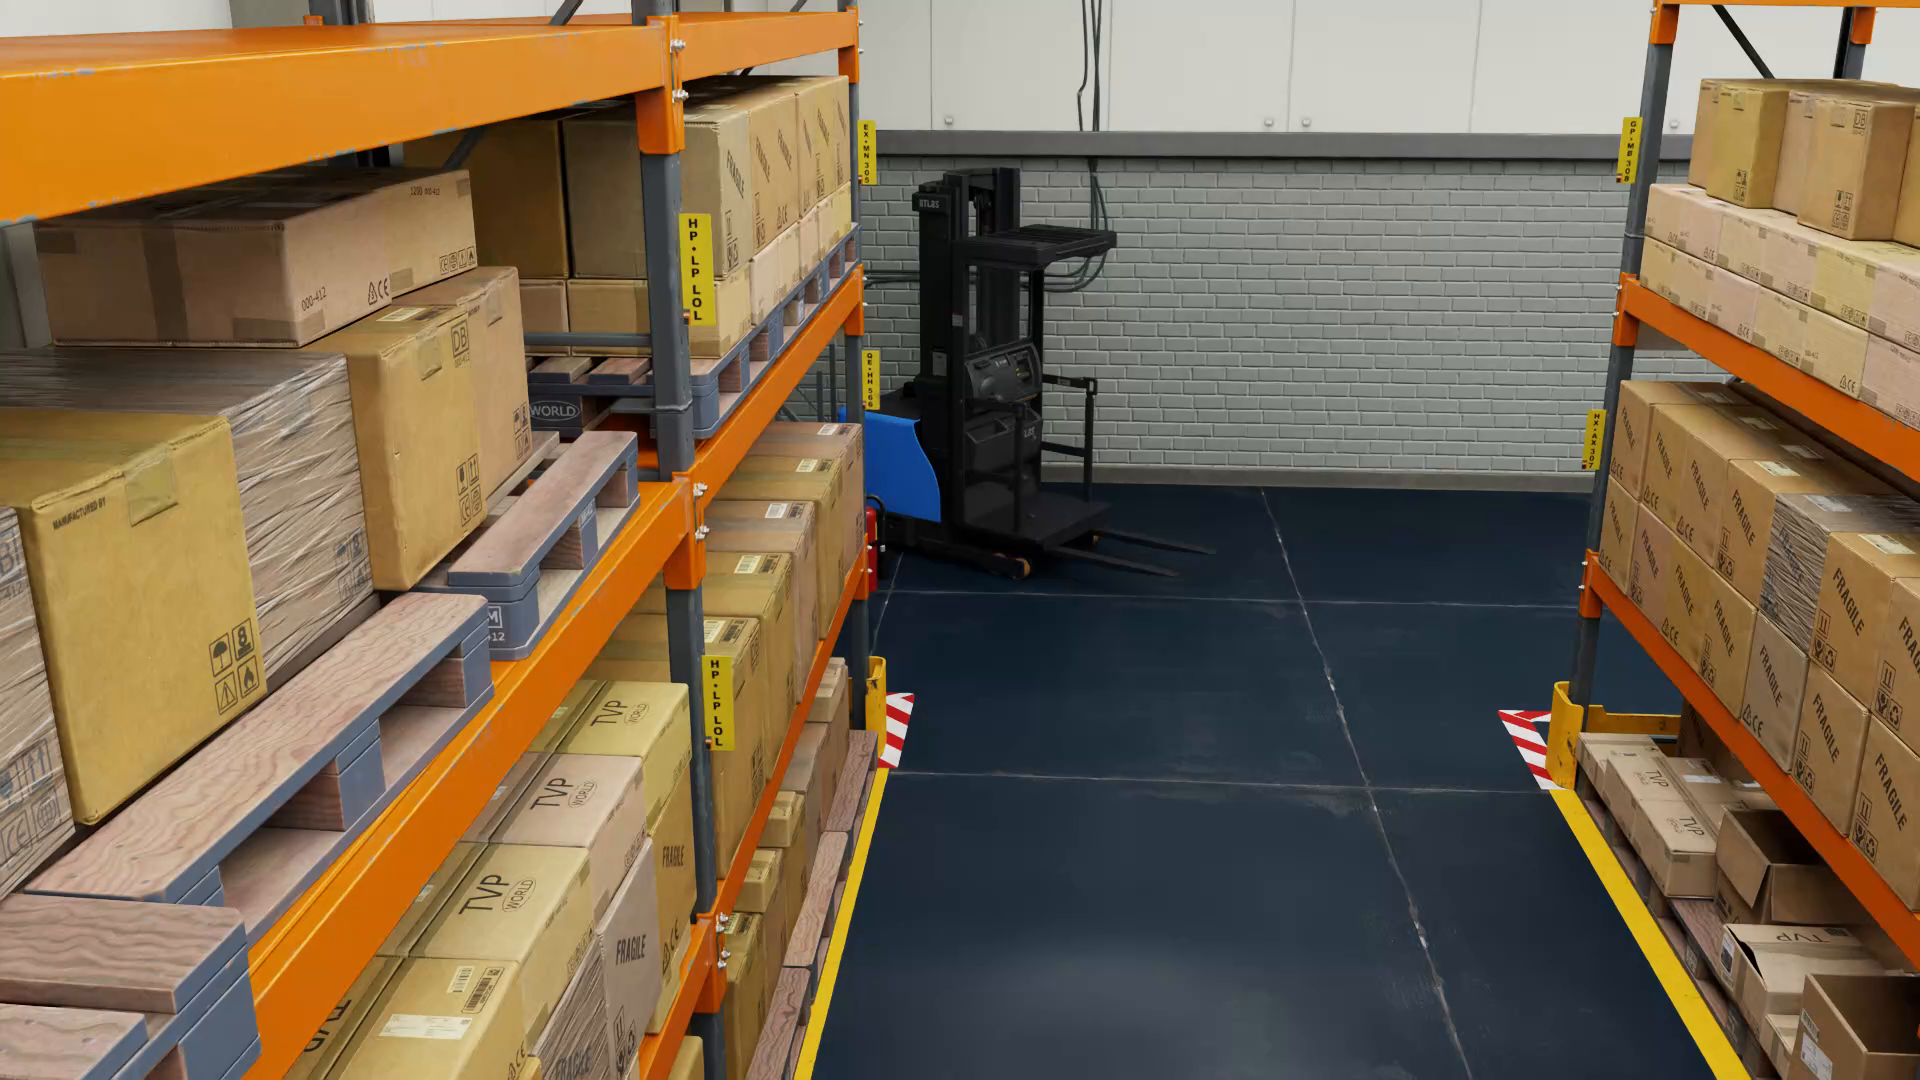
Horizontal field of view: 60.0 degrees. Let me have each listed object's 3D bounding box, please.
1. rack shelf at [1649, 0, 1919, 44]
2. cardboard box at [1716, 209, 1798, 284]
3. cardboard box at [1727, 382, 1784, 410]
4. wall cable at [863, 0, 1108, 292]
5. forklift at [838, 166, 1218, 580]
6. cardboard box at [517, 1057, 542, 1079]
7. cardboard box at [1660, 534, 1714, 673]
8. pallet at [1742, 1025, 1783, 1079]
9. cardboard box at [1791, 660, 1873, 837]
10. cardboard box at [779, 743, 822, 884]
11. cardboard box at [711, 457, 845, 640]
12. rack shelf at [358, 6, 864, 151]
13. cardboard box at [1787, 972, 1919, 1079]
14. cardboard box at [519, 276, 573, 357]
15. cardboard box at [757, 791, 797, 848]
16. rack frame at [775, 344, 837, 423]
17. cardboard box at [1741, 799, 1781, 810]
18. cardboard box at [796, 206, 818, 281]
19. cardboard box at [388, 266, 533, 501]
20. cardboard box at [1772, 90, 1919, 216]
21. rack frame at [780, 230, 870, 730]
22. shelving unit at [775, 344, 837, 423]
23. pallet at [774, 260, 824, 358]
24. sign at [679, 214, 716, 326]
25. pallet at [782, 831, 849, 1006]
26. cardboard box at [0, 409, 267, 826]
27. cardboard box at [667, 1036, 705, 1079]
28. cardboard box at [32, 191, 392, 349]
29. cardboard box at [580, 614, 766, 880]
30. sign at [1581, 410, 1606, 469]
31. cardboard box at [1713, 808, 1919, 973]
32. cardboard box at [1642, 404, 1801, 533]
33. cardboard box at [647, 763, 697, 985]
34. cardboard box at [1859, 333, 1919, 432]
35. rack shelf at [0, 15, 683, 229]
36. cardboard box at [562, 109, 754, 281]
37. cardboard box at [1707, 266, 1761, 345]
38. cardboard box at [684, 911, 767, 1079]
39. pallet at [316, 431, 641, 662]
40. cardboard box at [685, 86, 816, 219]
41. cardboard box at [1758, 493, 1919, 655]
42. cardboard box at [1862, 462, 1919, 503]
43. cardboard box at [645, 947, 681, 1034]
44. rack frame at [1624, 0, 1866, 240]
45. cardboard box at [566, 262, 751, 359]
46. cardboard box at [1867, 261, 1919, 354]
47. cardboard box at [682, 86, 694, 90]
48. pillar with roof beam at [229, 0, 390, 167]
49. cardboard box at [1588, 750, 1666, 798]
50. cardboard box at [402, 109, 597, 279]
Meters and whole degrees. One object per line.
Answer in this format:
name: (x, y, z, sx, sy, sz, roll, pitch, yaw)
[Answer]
rack shelf: (3.771, -1.996, 6.223, 1.077, 0.370, 4.000, 1, 18, 4)
cardboard box: (3.546, -1.237, 7.002, 0.500, 0.250, 0.500, 1, 18, 4)
cardboard box: (4.157, -0.488, 8.329, 0.500, 0.500, 0.500, 1, 18, 3)
wall cable: (-0.264, -3.343, 14.160, 3.097, 2.526, 0.112, 1, 18, 4)
forklift: (0.506, -1.280, 12.622, 3.031, 2.935, 1.130, 13, 22, 34)
cardboard box: (-1.197, 1.444, 3.530, 0.500, 0.500, 0.500, 2, 18, 5)
cardboard box: (3.549, 0.291, 7.557, 0.500, 0.500, 0.500, 1, 18, 4)
pallet: (3.678, 2.245, 6.234, 1.003, 0.211, 1.213, 1, 18, 4)
cardboard box: (3.444, 0.764, 6.114, 0.500, 0.500, 0.500, 2, 18, 5)
cardboard box: (-1.048, 1.300, 7.977, 0.700, 0.500, 0.500, 1, 18, 2)
cardboard box: (-1.094, 0.023, 8.053, 0.980, 0.700, 0.700, 1, 18, 3)
rack shelf: (-1.170, -1.917, 6.619, 1.077, 0.370, 4.000, 1, 18, 4)
cardboard box: (3.386, 1.928, 6.029, 0.500, 0.500, 0.500, 1, 18, 4)
cardboard box: (-1.498, -0.796, 5.623, 0.500, 0.250, 0.500, 1, 18, 4)
cardboard box: (-0.913, 1.209, 7.215, 0.380, 0.149, 0.250, 1, 18, 2)
rack frame: (-1.262, -0.869, 13.667, 0.500, 1.500, 0.032, 0, 18, 1)
cardboard box: (4.024, 1.457, 7.870, 0.500, 0.250, 0.500, 1, 18, 4)
cardboard box: (-0.883, -1.264, 7.051, 0.500, 0.250, 0.500, 1, 18, 2)
cardboard box: (-1.486, -0.388, 4.105, 0.700, 0.500, 0.500, 0, 18, 1)
cardboard box: (3.845, -1.587, 6.865, 0.700, 0.500, 0.500, 1, 18, 4)
rack frame: (-1.026, -0.219, 9.275, 1.000, 3.000, 0.127, 1, 18, 4)
shelving unit: (-1.272, -0.711, 13.184, 0.538, 1.500, 1.048, 0, 18, 1)
pallet: (-1.154, -0.992, 6.958, 1.003, 0.211, 1.213, 1, 18, 4)
sign: (-0.771, -0.788, 4.859, 0.100, 0.325, 0.005, 1, 18, 4)
pallet: (-1.096, 1.734, 7.792, 1.003, 0.211, 1.213, 1, 18, 4)
cardboard box: (-1.584, 0.094, 2.634, 0.700, 0.500, 0.500, 2, 18, 7)
cardboard box: (-1.230, 2.050, 5.128, 0.750, 0.750, 0.750, 1, 18, 5)
cardboard box: (-1.532, -0.573, 3.466, 0.500, 0.250, 0.500, 1, 18, 2)
cardboard box: (-1.258, 0.713, 5.949, 0.980, 0.700, 0.700, 2, 18, 5)
sign: (3.374, -0.533, 8.843, 0.100, 0.325, 0.005, 1, 18, 4)
cardboard box: (3.758, 1.526, 7.251, 0.797, 0.503, 0.637, 1, 18, 4)
cardboard box: (3.590, -0.338, 7.871, 0.500, 0.500, 0.500, 1, 18, 4)
cardboard box: (-1.095, 0.974, 4.963, 0.500, 0.500, 0.500, 1, 18, 3)
cardboard box: (3.444, -0.534, 5.658, 0.500, 0.250, 0.500, 1, 18, 4)
rack shelf: (-1.456, -0.675, 2.828, 1.077, 0.370, 4.000, 1, 18, 4)
cardboard box: (-0.982, -1.150, 5.498, 0.500, 0.500, 0.500, 1, 18, 3)
cardboard box: (3.541, -1.000, 7.080, 0.500, 0.250, 0.500, 1, 18, 4)
cardboard box: (-1.157, 1.782, 6.509, 0.700, 0.500, 0.500, 2, 18, 5)
pallet: (-1.330, -0.025, 4.174, 0.805, 0.209, 1.217, 1, 18, 2)
cardboard box: (-0.882, -1.626, 6.952, 0.500, 0.500, 0.500, 0, 18, 1)
cardboard box: (3.476, 0.131, 6.438, 0.500, 0.500, 0.500, 1, 18, 4)
cardboard box: (4.052, -0.010, 6.871, 0.500, 0.500, 0.500, 2, 18, 6)
cardboard box: (-1.049, 1.323, 4.939, 0.380, 0.149, 0.250, 2, 18, 5)
rack frame: (3.915, -2.961, 8.006, 1.000, 3.000, 0.127, 1, 18, 4)
cardboard box: (-1.001, -0.787, 5.595, 0.500, 0.250, 0.500, 1, 18, 4)
cardboard box: (3.431, -0.771, 5.581, 0.500, 0.250, 0.500, 1, 18, 4)
cardboard box: (-1.400, -1.635, 6.979, 0.500, 0.500, 0.500, 1, 18, 4)
pillar with roof beam: (2.168, -1.968, 4.978, 9.100, 9.000, 0.400, 1, 18, 4)
cardboard box: (3.524, 1.228, 8.703, 0.380, 0.166, 0.250, 1, 18, 4)
cardboard box: (-1.496, -1.157, 5.520, 0.500, 0.500, 0.500, 1, 18, 3)
